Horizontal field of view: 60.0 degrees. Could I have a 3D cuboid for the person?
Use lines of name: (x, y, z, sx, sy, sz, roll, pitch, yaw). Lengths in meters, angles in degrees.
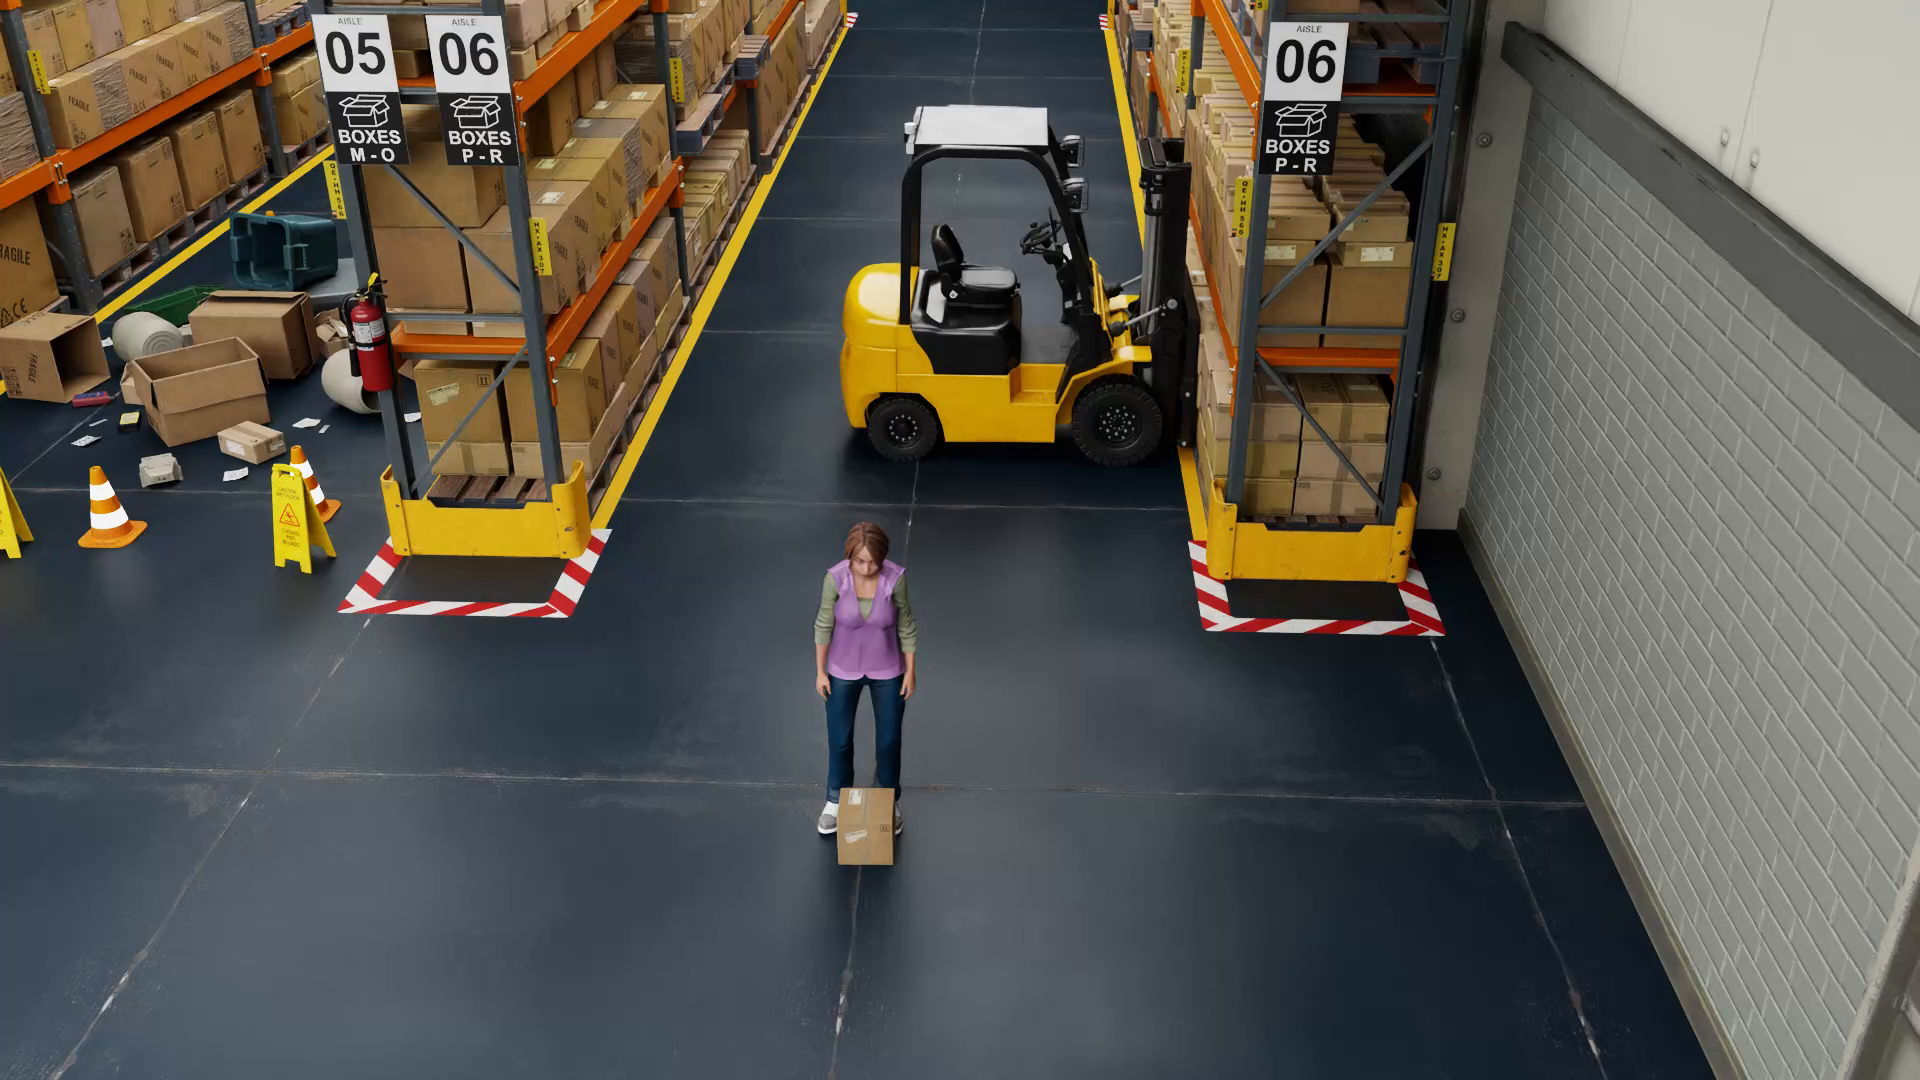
person: (-0.432, 0.609, 7.508, 0.467, 1.591, 0.350, -1, 28, -1)
